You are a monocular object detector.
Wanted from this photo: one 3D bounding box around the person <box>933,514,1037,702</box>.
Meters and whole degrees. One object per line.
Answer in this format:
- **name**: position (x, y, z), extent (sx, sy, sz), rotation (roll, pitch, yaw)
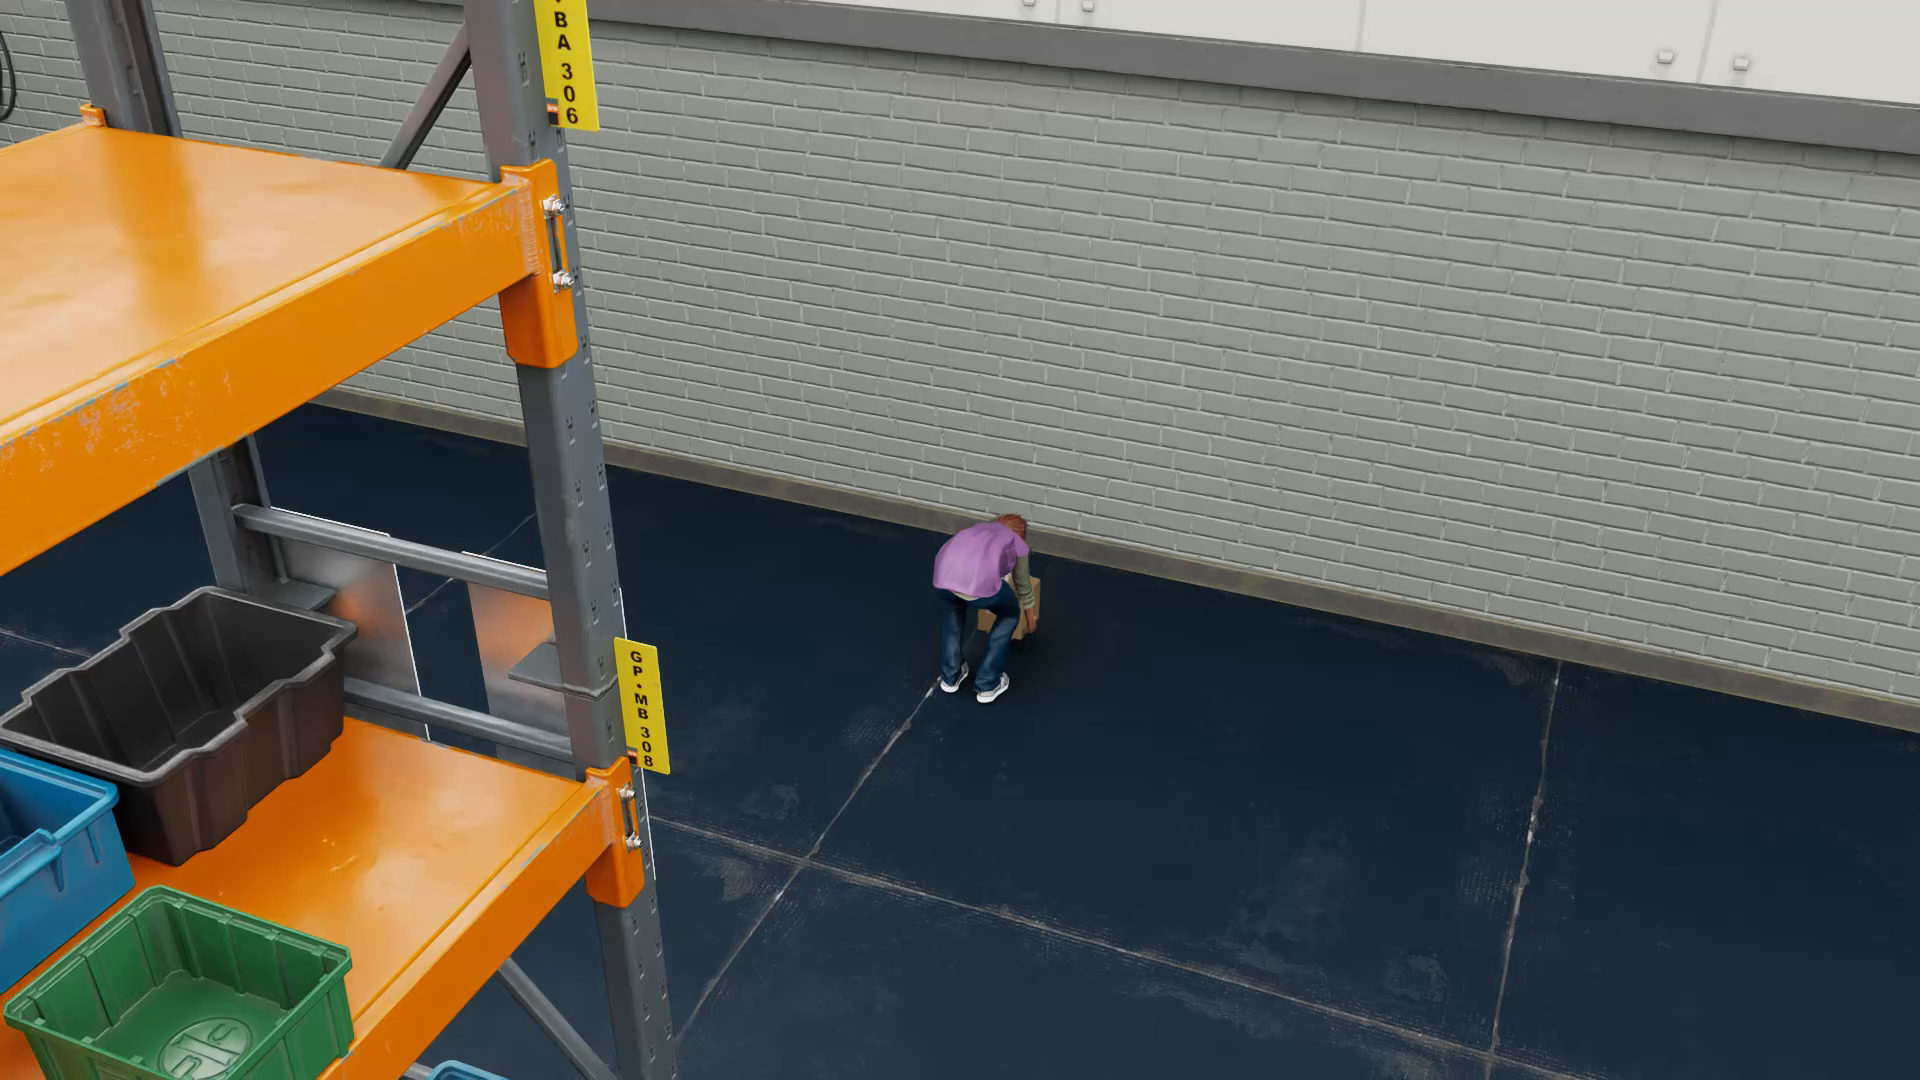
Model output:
- **person**: position (0.137, 0.291, 8.565), extent (0.416, 0.923, 0.860), rotation (12, 32, 20)
